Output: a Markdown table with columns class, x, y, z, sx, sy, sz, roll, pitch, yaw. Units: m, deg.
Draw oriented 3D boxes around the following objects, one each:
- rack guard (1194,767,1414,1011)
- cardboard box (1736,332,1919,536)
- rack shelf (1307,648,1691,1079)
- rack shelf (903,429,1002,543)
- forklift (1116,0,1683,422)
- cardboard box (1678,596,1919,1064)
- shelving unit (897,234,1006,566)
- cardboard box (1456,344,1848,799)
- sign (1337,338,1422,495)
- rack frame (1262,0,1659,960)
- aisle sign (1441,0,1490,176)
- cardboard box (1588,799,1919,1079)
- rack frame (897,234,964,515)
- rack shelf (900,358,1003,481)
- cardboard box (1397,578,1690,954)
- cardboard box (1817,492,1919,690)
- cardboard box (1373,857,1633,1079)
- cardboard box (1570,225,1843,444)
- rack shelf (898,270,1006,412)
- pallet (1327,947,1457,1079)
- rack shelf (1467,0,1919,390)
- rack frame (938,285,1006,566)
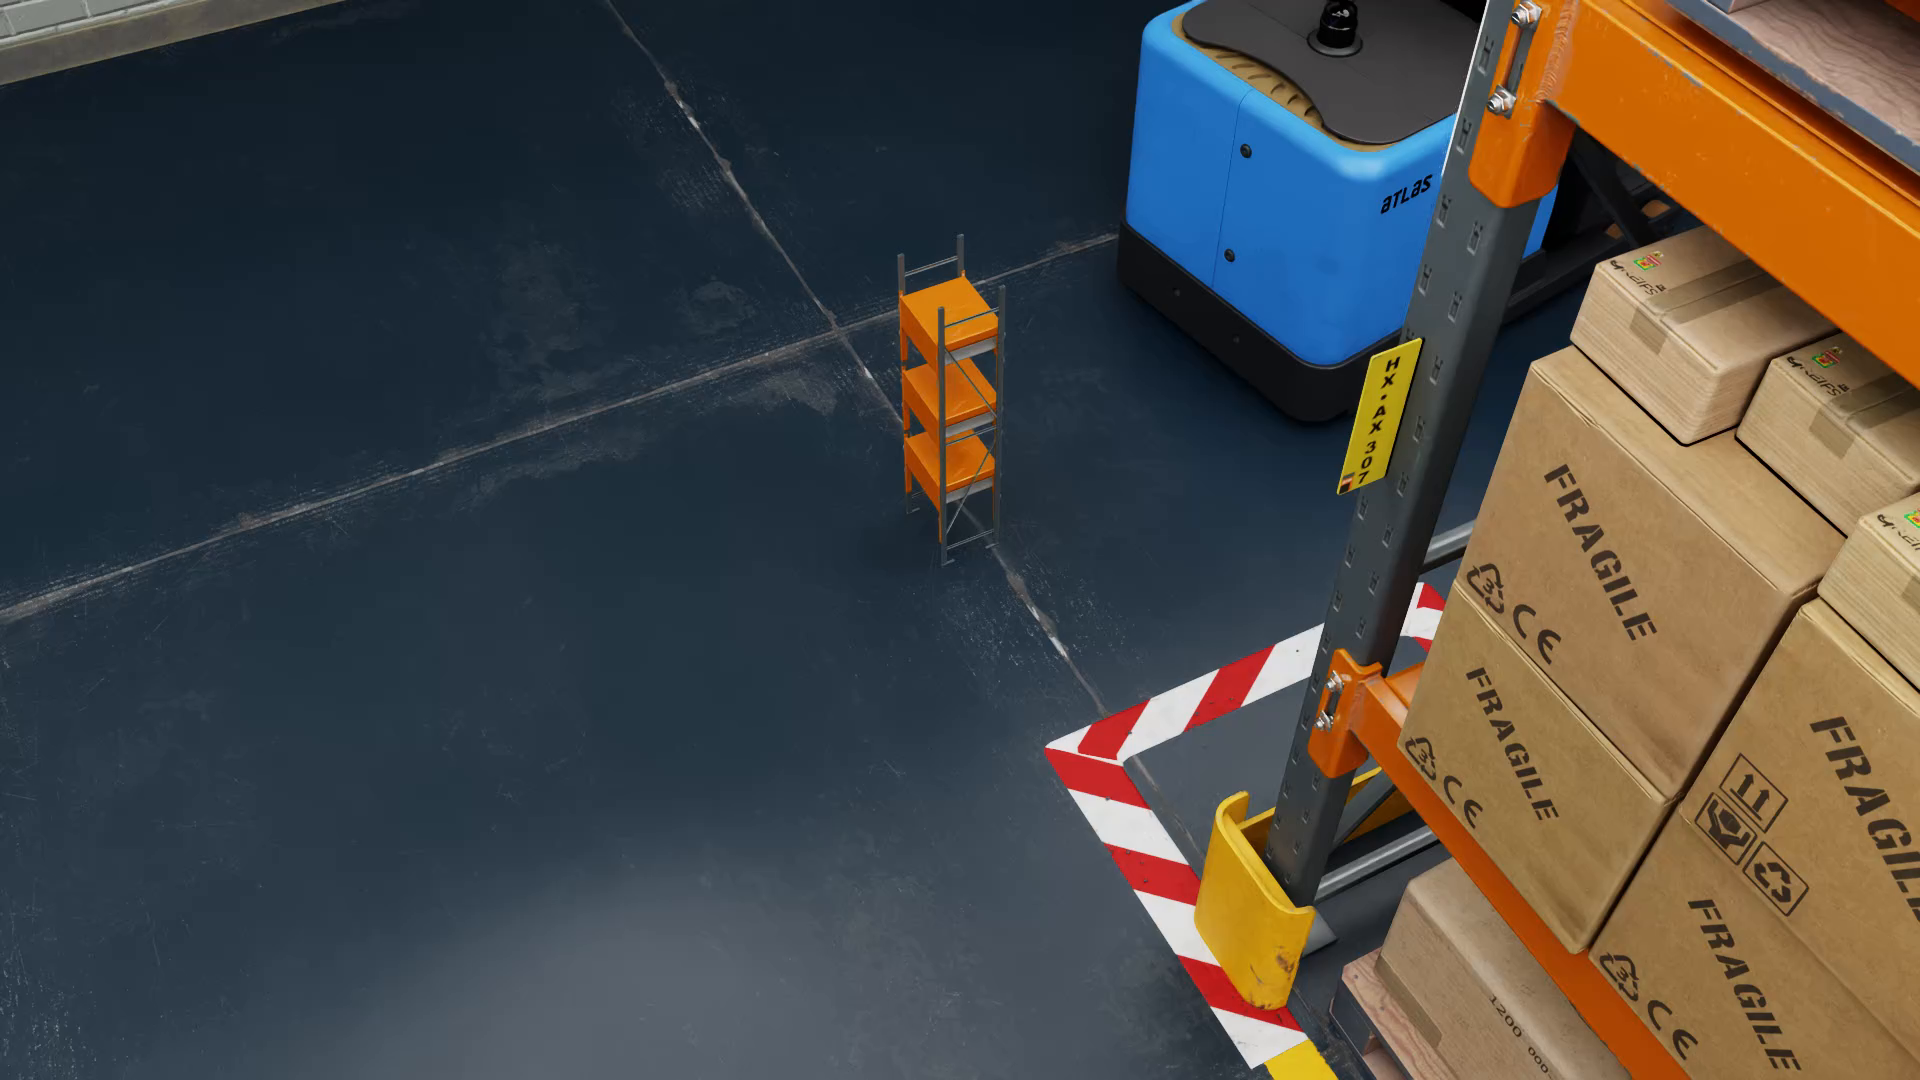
| class | x | y | z | sx | sy | sz | roll | pitch | yaw |
| --- | --- | --- | --- | --- | --- | --- | --- | --- | --- |
| rack guard | 1.191 | 0.727 | 4.282 | 1.175 | 0.500 | 0.348 | -21 | 52 | -18 |
| cardboard box | 1.302 | -0.171 | 2.245 | 0.380 | 0.149 | 0.250 | -20 | 52 | -17 |
| rack shelf | 2.117 | 1.496 | 2.427 | 1.077 | 0.370 | 4.000 | -21 | 52 | -18 |
| rack shelf | -0.024 | -0.191 | 5.103 | 0.215 | 0.259 | 0.240 | -21 | 52 | -18 |
| forklift | 2.050 | -2.270 | 5.289 | 3.031 | 2.935 | 1.130 | -29 | 55 | -23 |
| cardboard box | 1.411 | 0.321 | 2.246 | 0.500 | 0.500 | 0.500 | -22 | 53 | -18 |
| shelving unit | -0.024 | -0.381 | 4.886 | 0.215 | 1.050 | 0.252 | -21 | 52 | -18 |
| cardboard box | 1.168 | -0.022 | 2.546 | 0.500 | 0.500 | 0.500 | -22 | 52 | -18 |
| sign | 0.706 | -0.203 | 2.807 | 0.100 | 0.325 | 0.005 | -21 | 52 | -18 |
| rack frame | 1.202 | -0.080 | 3.327 | 1.000 | 3.000 | 0.127 | -21 | 52 | -18 |
| aisle sign | 0.911 | -0.884 | 2.303 | 0.394 | 0.787 | 0.004 | -21 | 52 | -18 |
| cardboard box | 1.423 | 0.637 | 2.634 | 0.500 | 0.500 | 0.500 | -22 | 52 | -18 |
| rack frame | -0.080 | -0.463 | 4.958 | 0.200 | 1.050 | 0.008 | -21 | 52 | -18 |
| rack shelf | -0.024 | -0.374 | 4.894 | 0.215 | 0.259 | 0.240 | -21 | 52 | -18 |
| cardboard box | 1.166 | 0.308 | 2.922 | 0.500 | 0.500 | 0.500 | -22 | 52 | -18 |
| cardboard box | 1.318 | 0.042 | 2.059 | 0.380 | 0.149 | 0.250 | -20 | 52 | -16 |
| cardboard box | 1.593 | 1.033 | 3.777 | 0.875 | 0.438 | 0.875 | -23 | 53 | -19 |
| cardboard box | 1.118 | -0.322 | 2.377 | 0.380 | 0.149 | 0.250 | -20 | 52 | -17 |
| rack shelf | -0.024 | -0.561 | 4.681 | 0.215 | 0.259 | 0.240 | -21 | 52 | -18 |
| pallet | 1.637 | 1.347 | 3.932 | 1.003 | 0.211 | 1.213 | -21 | 52 | -18 |
| rack shelf | 2.117 | 0.508 | 1.298 | 1.077 | 0.370 | 4.000 | -21 | 52 | -18 |
| rack frame | 0.031 | -0.300 | 4.815 | 0.200 | 1.050 | 0.008 | -21 | 52 | -18 |
